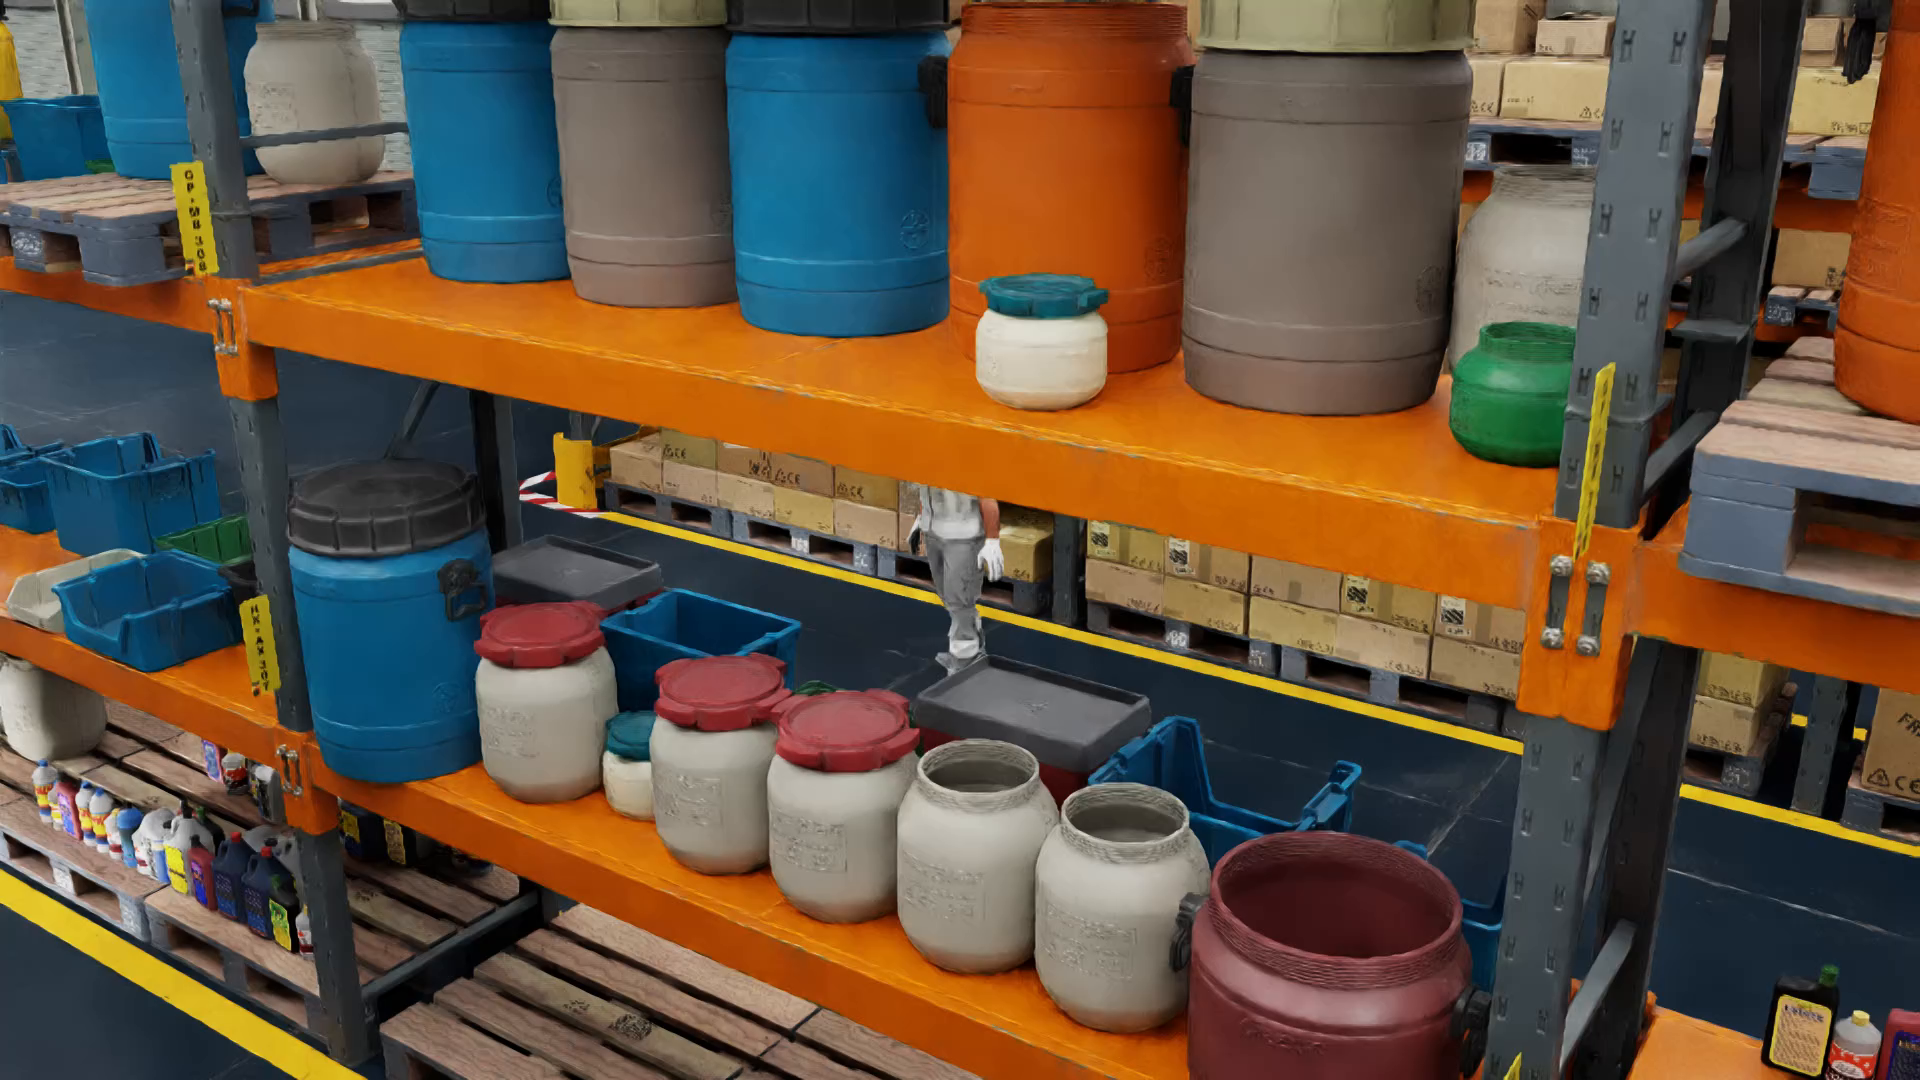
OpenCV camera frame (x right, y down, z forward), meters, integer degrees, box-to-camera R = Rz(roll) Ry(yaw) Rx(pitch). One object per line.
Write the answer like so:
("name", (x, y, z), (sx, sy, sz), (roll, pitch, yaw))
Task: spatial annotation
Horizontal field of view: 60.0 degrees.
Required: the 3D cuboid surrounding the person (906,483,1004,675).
("person", (0.000, -0.029, 8.601), (0.536, 1.786, 0.752), (-13, 23, -33))
